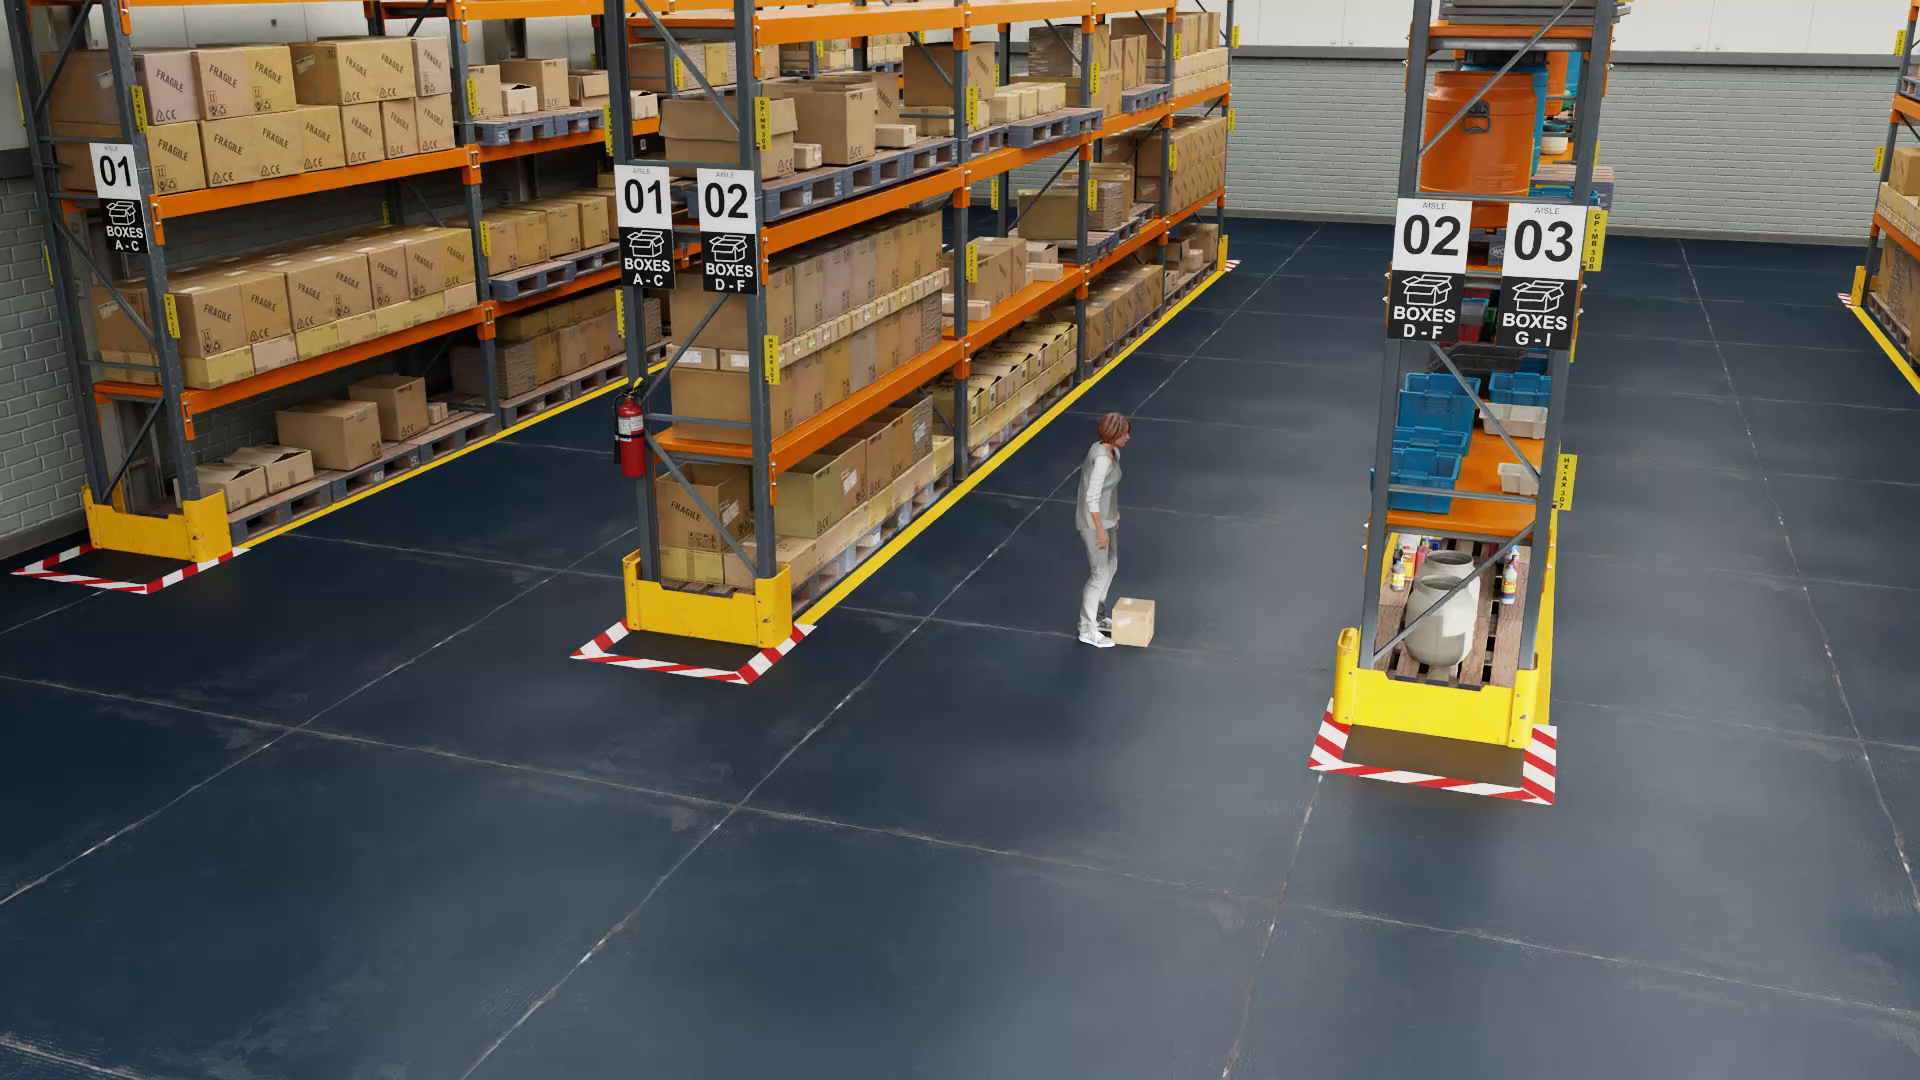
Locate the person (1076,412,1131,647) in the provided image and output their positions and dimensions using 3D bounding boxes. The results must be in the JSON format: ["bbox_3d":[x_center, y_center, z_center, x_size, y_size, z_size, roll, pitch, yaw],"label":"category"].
[{"bbox_3d":[0.966,-0.088,11.352,0.340,1.582,0.483,6,20,16],"label":"person"}]
